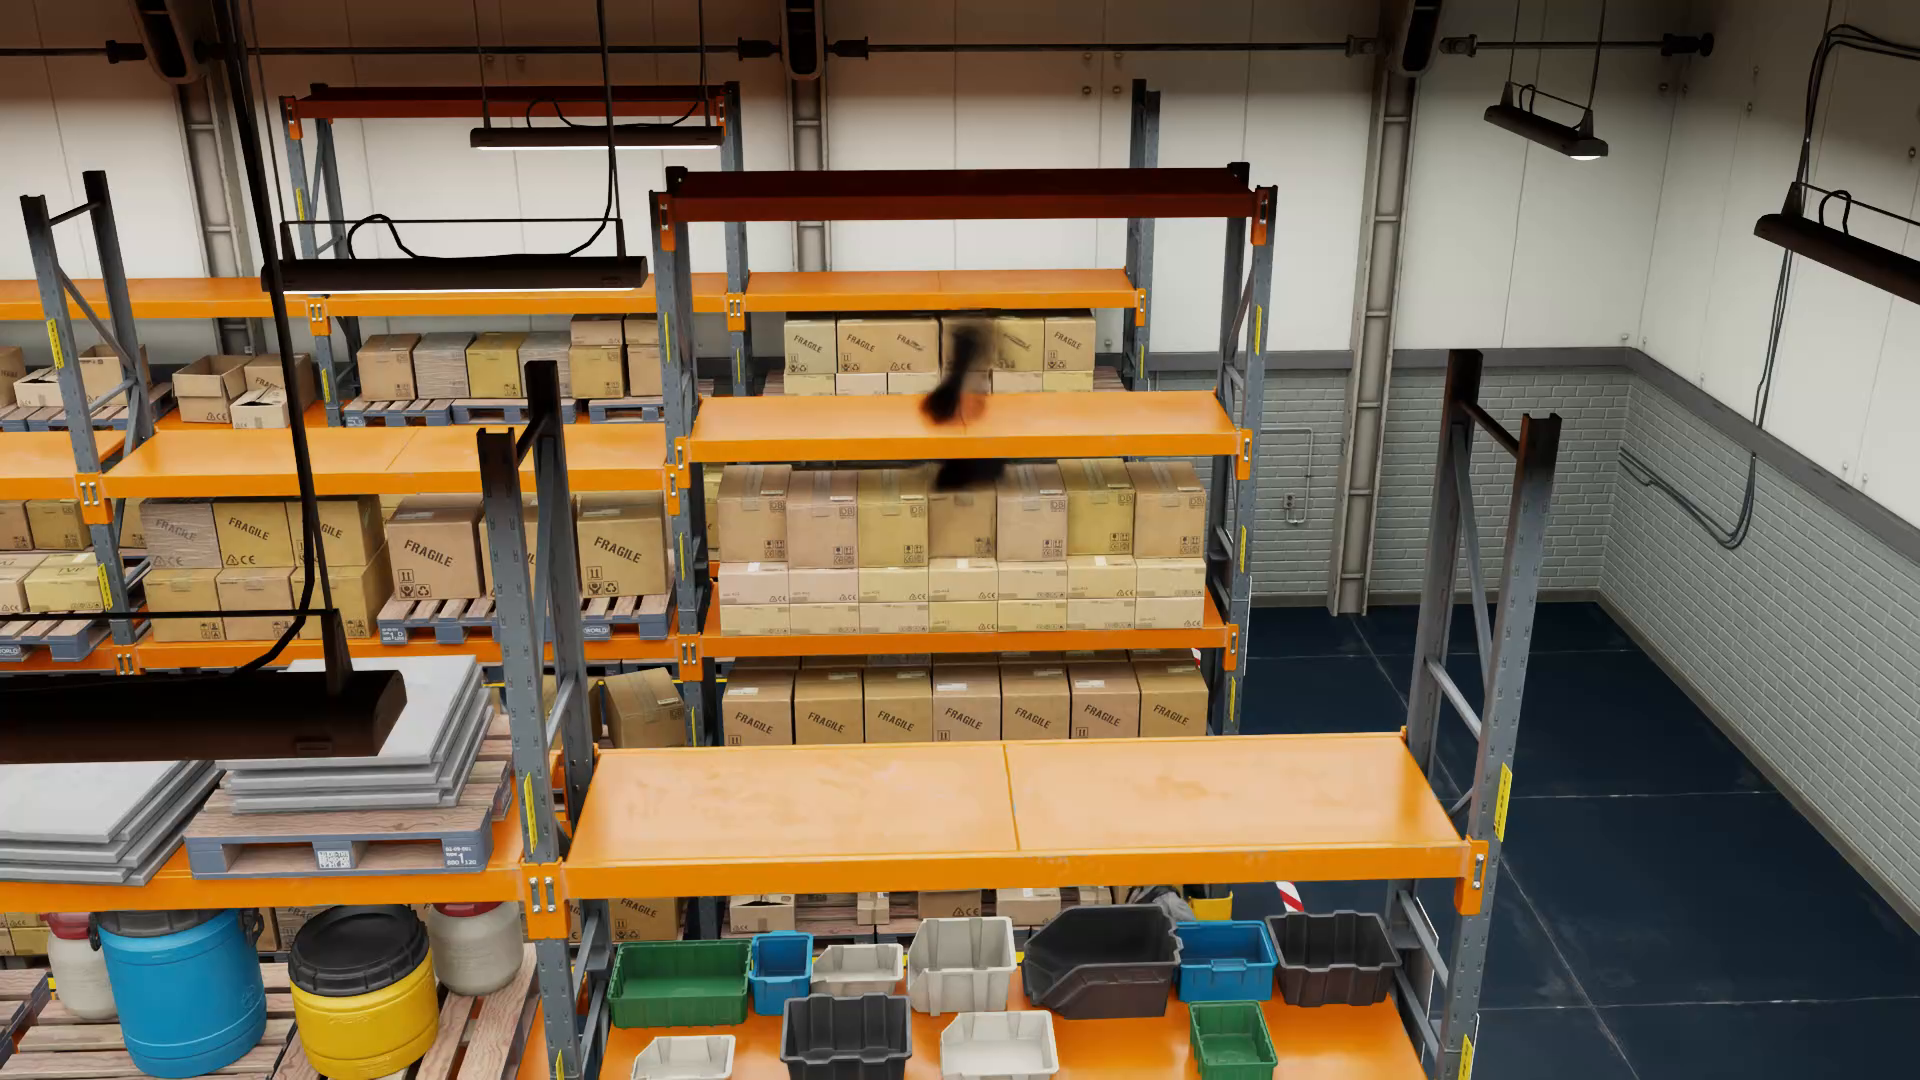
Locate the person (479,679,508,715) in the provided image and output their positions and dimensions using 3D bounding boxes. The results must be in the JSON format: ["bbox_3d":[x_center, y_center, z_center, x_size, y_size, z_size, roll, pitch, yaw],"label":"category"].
[{"bbox_3d":[-4.733,1.276,15.839,0.955,1.644,0.564,-10,24,-23],"label":"person"}]

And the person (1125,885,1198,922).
[{"bbox_3d":[1.334,2.930,11.688,0.678,1.713,0.638,-2,22,-5],"label":"person"}]
